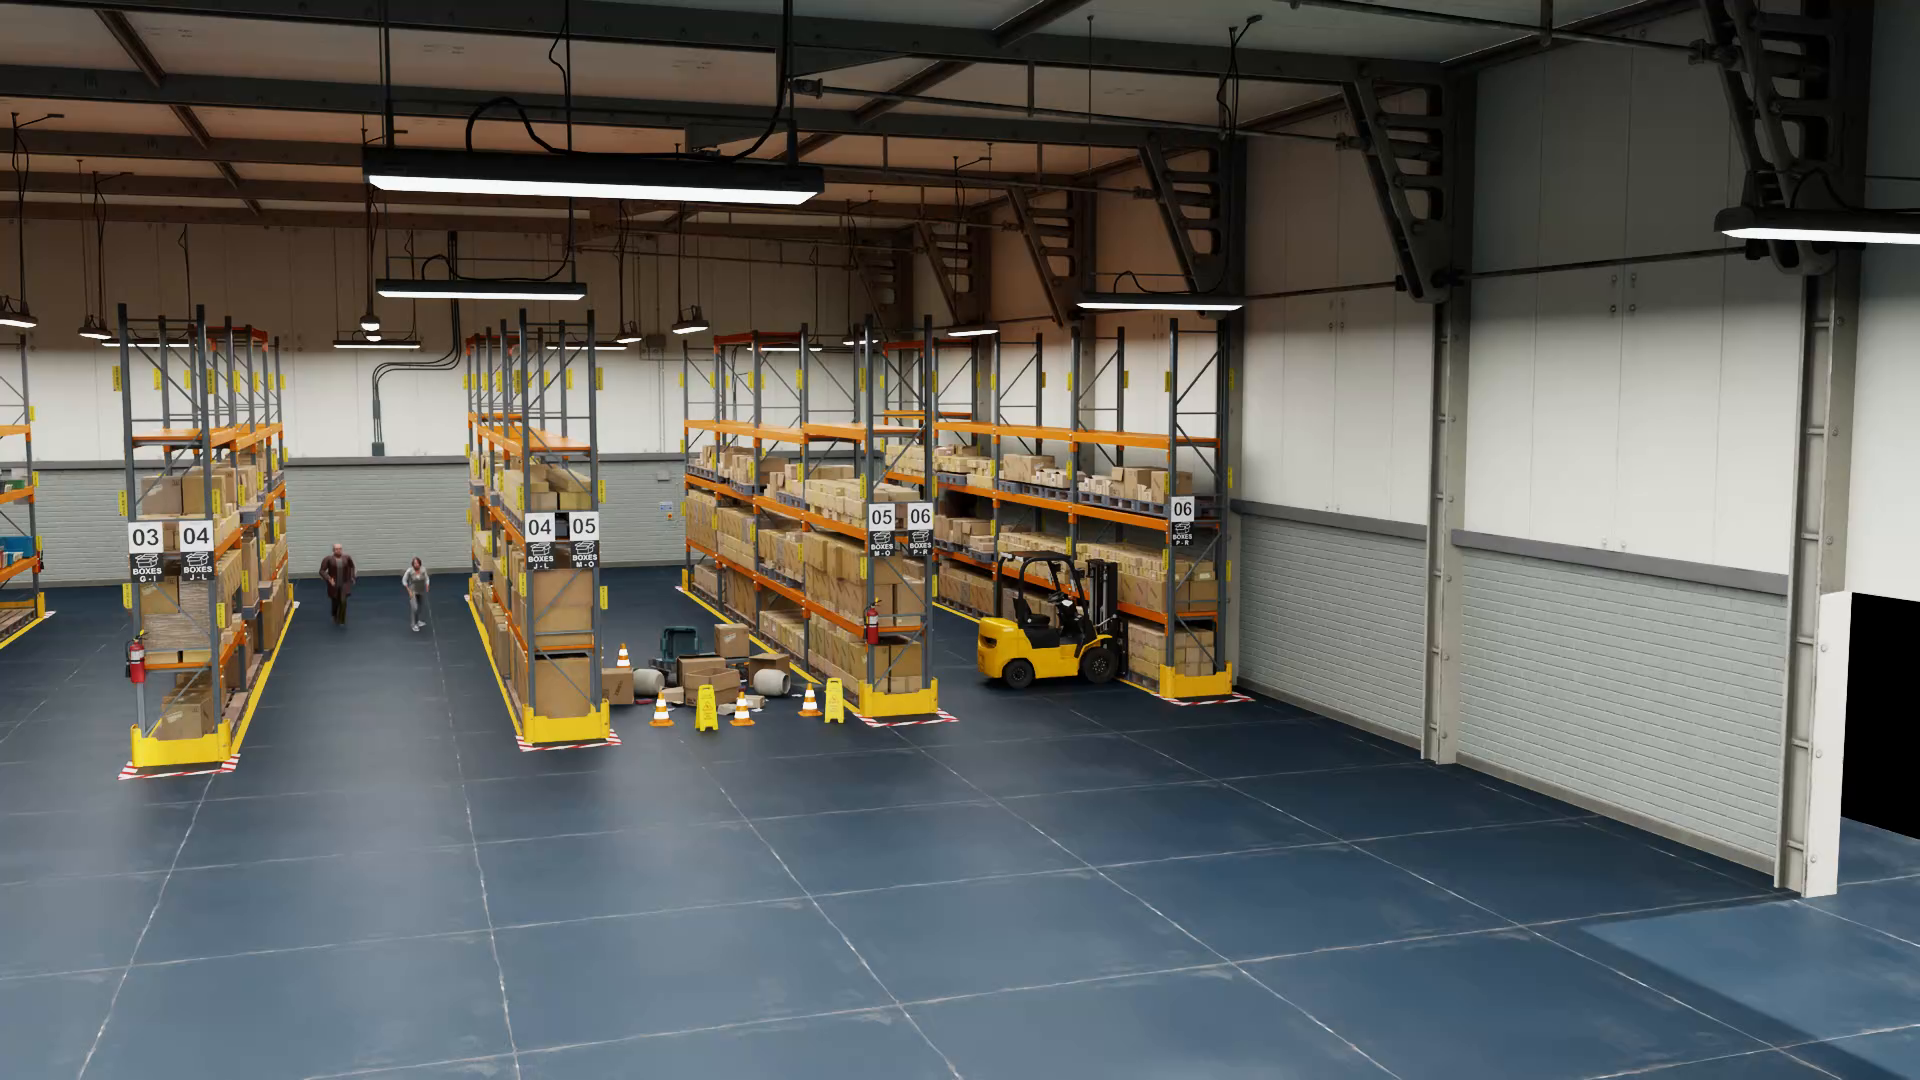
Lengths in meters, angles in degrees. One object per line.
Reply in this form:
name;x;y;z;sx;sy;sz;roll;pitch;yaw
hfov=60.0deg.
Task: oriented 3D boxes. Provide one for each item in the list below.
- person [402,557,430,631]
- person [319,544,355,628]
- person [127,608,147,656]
person;-10.972;1.076;33.561;0.568;1.514;0.789;-5;7;-42
person;-12.748;0.918;34.052;0.709;1.731;0.846;-3;6;-26
person;-14.463;1.371;29.477;0.650;1.724;0.831;-2;6;-21
